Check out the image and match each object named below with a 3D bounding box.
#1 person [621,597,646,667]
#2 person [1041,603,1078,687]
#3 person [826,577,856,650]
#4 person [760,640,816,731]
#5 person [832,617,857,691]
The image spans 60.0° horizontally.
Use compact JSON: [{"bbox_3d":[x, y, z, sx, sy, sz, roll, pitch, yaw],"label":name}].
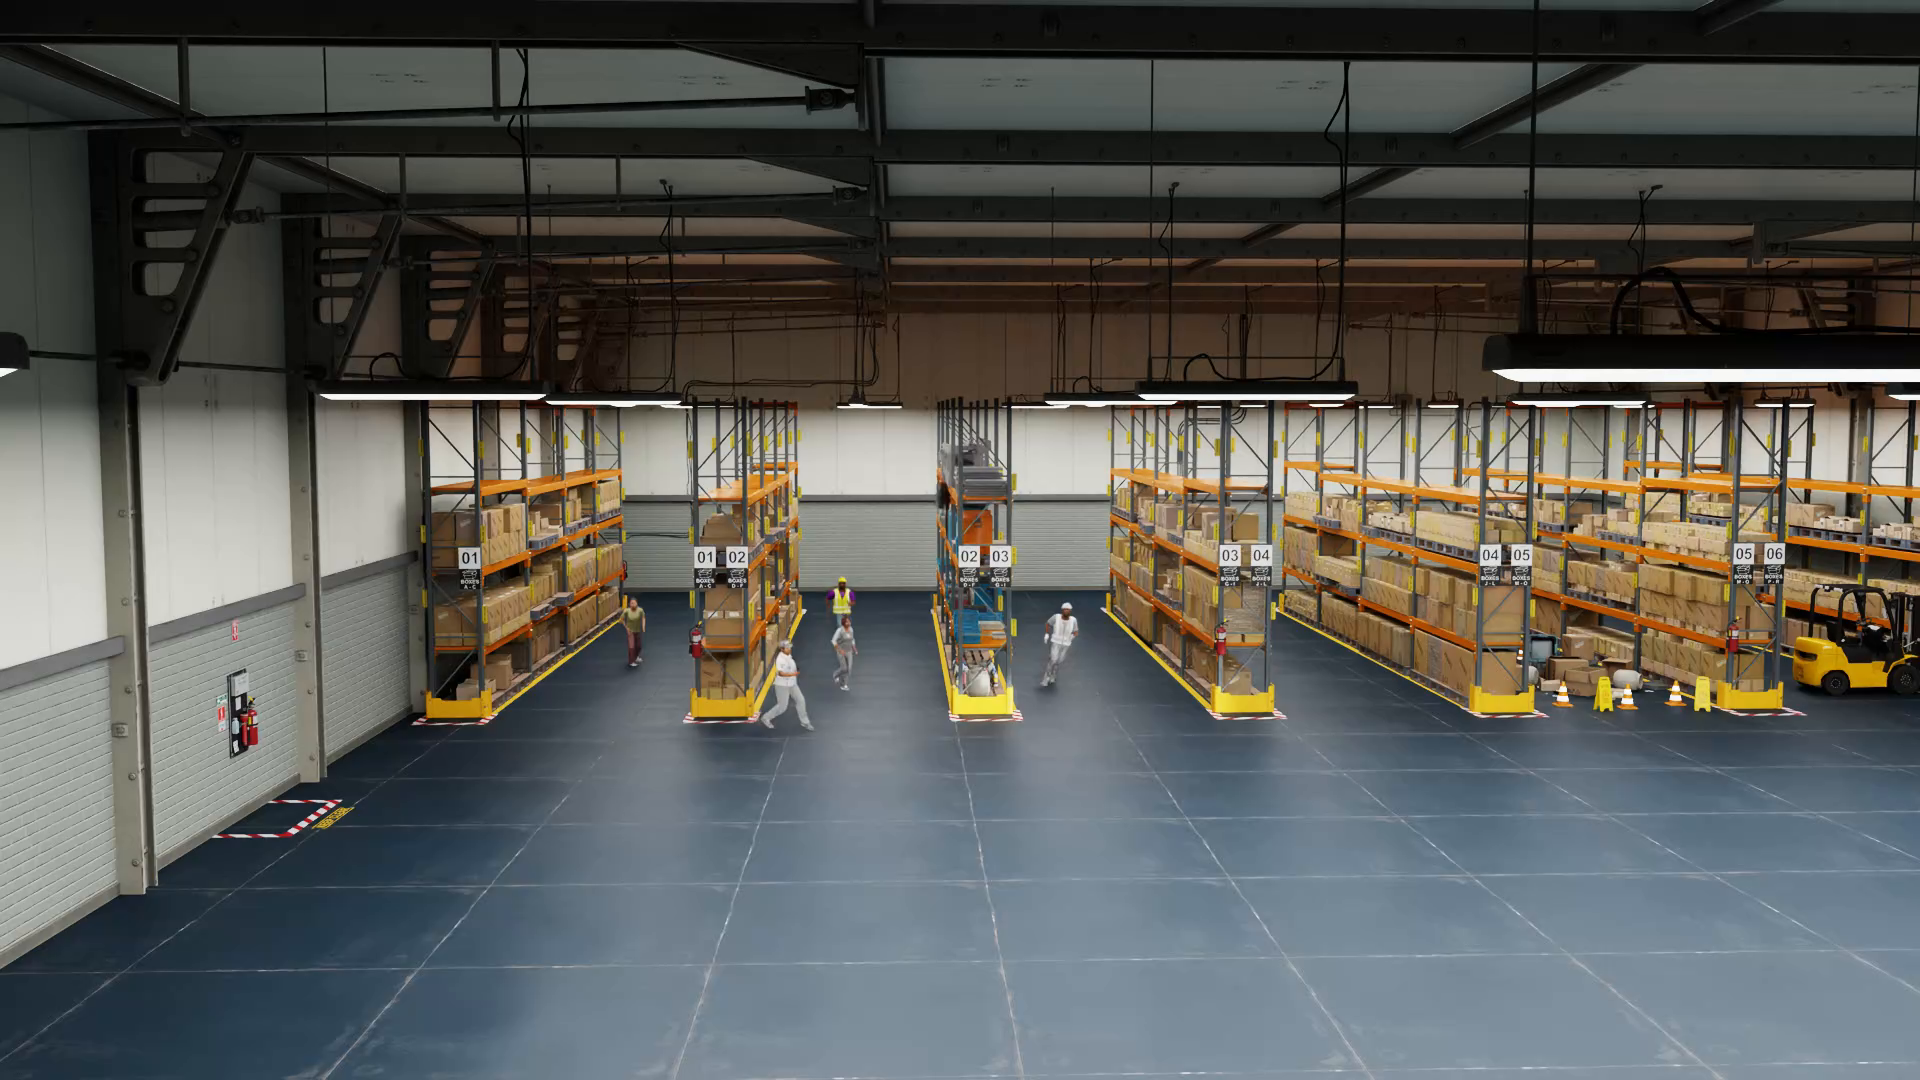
[{"bbox_3d":[-7.365,2.049,37.407,0.578,1.577,0.773,-2,5,-29],"label":"person"},{"bbox_3d":[2.062,2.162,34.597,0.805,1.722,0.802,-1,4,-11],"label":"person"},{"bbox_3d":[-2.819,1.783,39.659,0.679,1.789,0.718,-1,5,-16],"label":"person"},{"bbox_3d":[-3.115,2.613,29.726,0.933,1.662,0.640,1,5,17],"label":"person"},{"bbox_3d":[-2.416,2.326,34.211,0.539,1.532,0.578,-3,5,-33],"label":"person"}]
